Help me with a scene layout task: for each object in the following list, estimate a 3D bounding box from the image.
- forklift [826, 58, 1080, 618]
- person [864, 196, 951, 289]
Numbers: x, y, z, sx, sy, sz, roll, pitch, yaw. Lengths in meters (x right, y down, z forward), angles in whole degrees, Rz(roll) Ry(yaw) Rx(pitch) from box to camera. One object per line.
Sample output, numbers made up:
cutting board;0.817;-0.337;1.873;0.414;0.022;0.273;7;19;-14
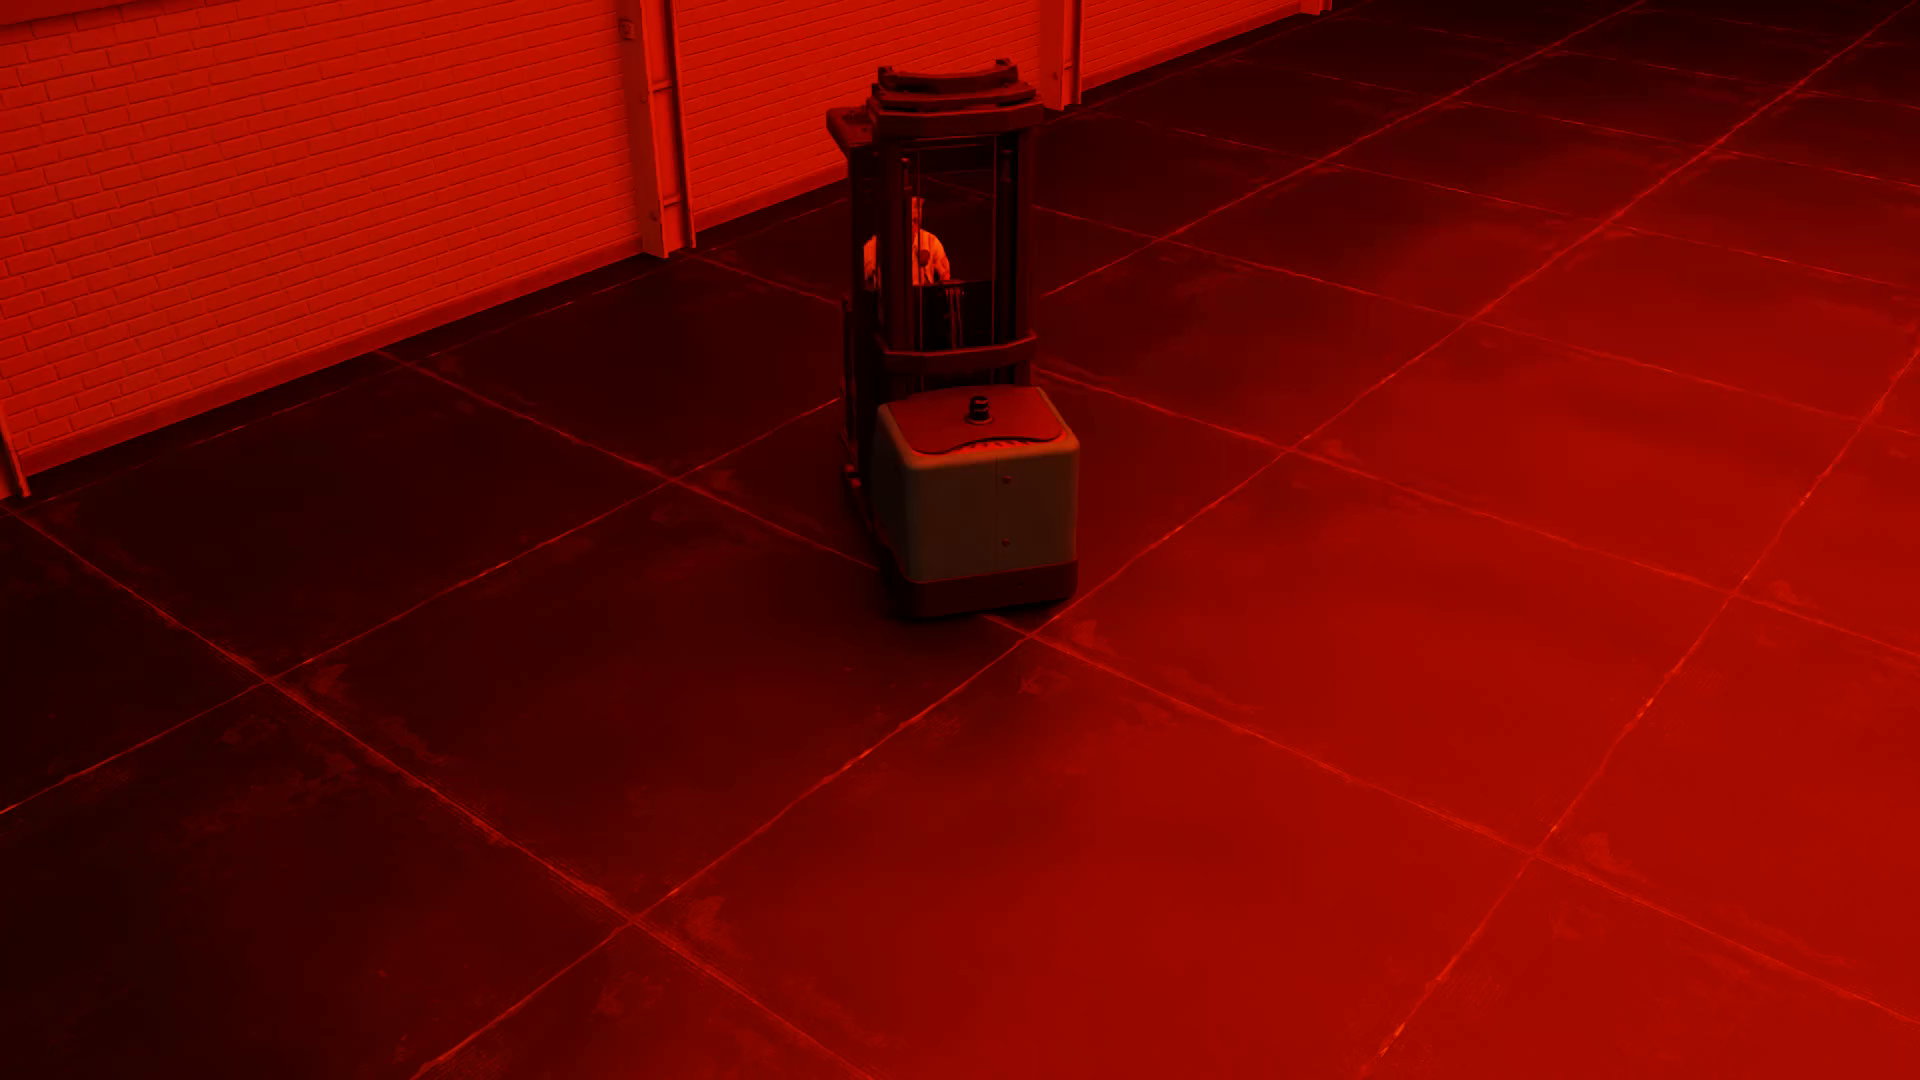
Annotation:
forklift;-0.174;-1.548;10.244;1.130;2.935;3.031;-7;31;-13
person;-0.351;-1.455;11.223;0.684;1.769;0.563;-4;31;-7
